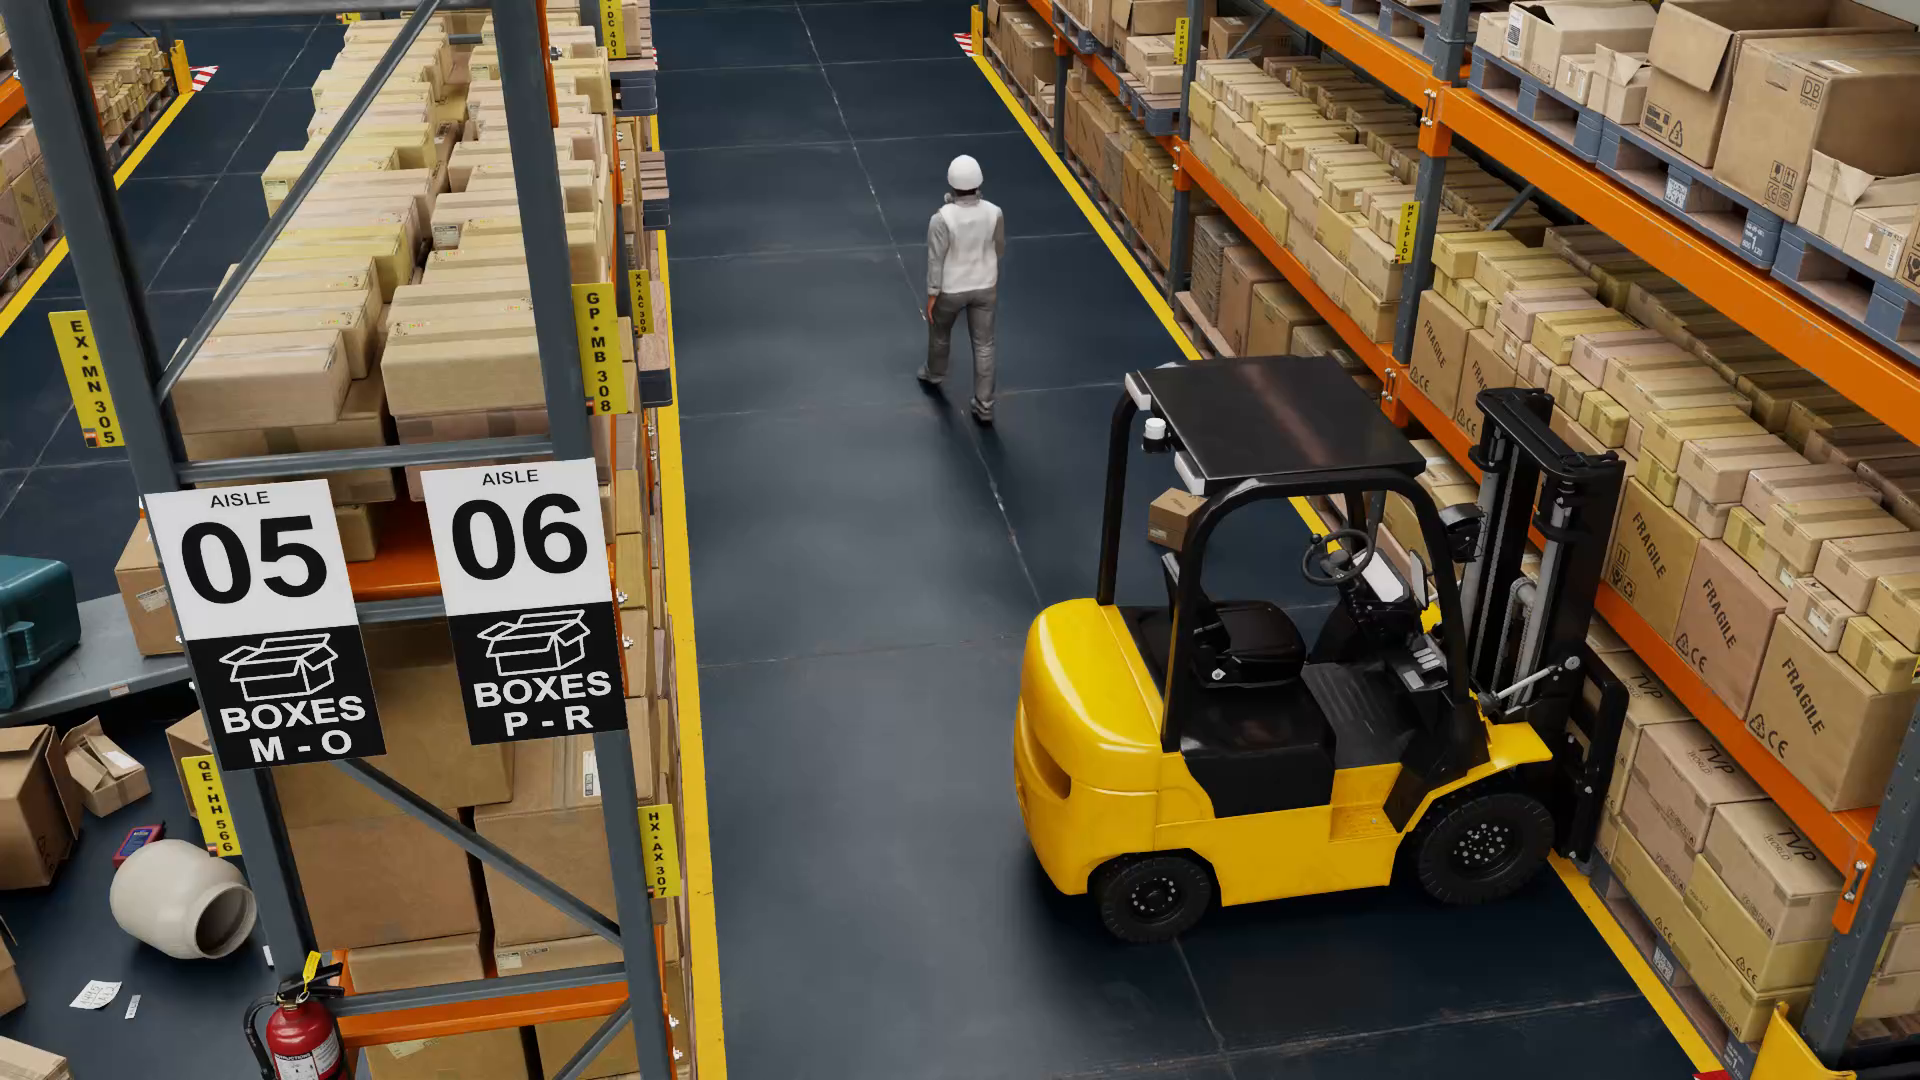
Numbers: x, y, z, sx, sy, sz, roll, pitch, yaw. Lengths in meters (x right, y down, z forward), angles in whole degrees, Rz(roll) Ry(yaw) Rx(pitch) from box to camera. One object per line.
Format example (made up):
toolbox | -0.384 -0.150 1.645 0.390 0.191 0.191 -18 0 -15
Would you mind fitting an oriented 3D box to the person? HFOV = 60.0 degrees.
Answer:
person | 0.013 -1.734 11.032 0.572 1.736 0.946 -7 31 -11
